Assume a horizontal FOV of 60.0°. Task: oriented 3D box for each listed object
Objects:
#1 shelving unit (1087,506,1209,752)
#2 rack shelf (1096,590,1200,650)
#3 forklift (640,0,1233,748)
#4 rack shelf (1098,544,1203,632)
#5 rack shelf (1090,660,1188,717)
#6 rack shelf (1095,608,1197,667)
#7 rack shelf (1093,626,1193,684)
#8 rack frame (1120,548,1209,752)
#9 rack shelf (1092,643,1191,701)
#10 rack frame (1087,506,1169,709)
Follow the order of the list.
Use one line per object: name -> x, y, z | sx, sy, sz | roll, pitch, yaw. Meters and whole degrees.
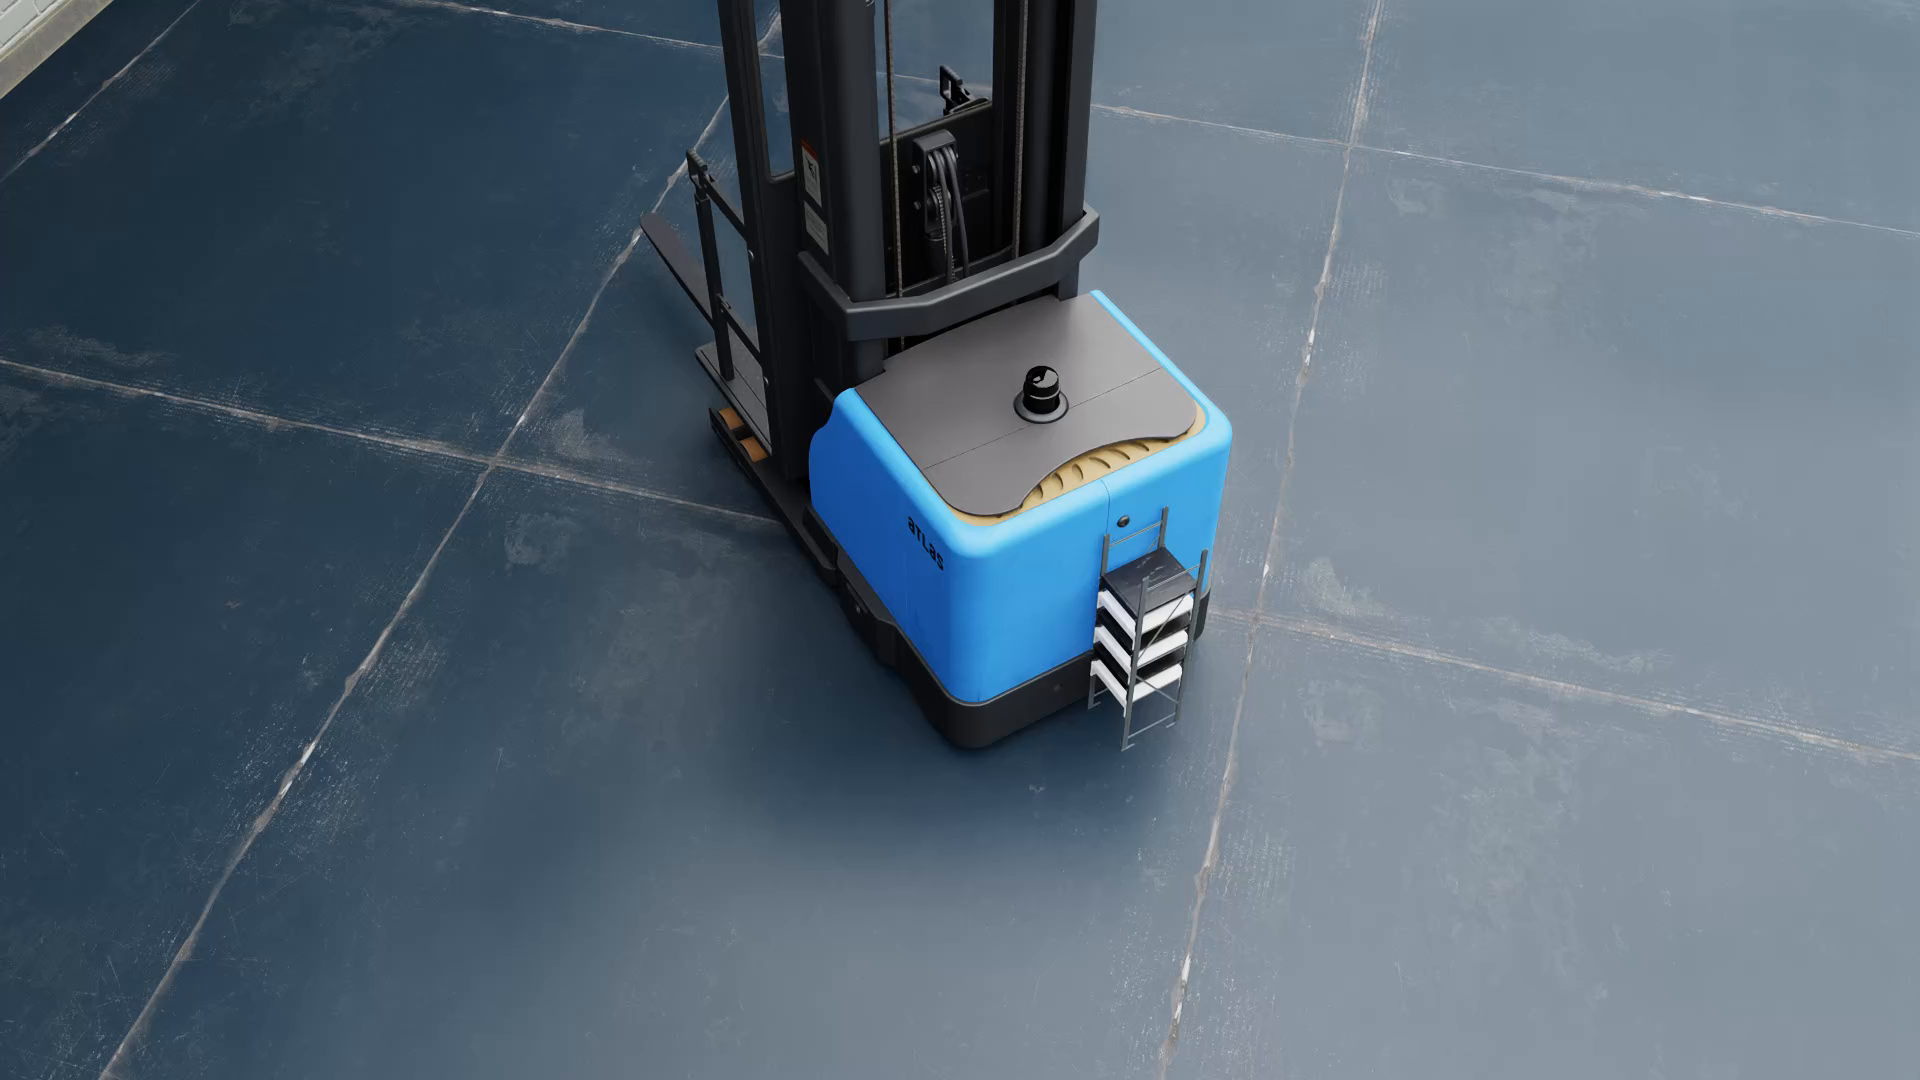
shelving unit -> 0.595, 0.305, 5.381 | 0.258, 0.900, 0.210 | -24, 53, -20
rack shelf -> 0.595, 0.208, 5.271 | 0.258, 0.077, 0.200 | -24, 53, -20
forklift -> -0.322, -1.374, 5.508 | 1.130, 2.935, 3.031 | -24, 53, -20
rack shelf -> 0.595, 0.148, 5.203 | 0.258, 0.077, 0.200 | -24, 53, -20
rack shelf -> 0.595, 0.446, 5.541 | 0.258, 0.077, 0.200 | -24, 53, -20
rack shelf -> 0.595, 0.267, 5.338 | 0.258, 0.077, 0.200 | -24, 53, -20
rack shelf -> 0.595, 0.327, 5.406 | 0.258, 0.077, 0.200 | -24, 53, -20
rack frame -> 0.647, 0.370, 5.323 | 0.240, 0.900, 0.006 | -24, 53, -20
rack shelf -> 0.595, 0.386, 5.473 | 0.258, 0.077, 0.200 | -24, 53, -20
rack frame -> 0.542, 0.239, 5.439 | 0.240, 0.900, 0.006 | -24, 53, -20
